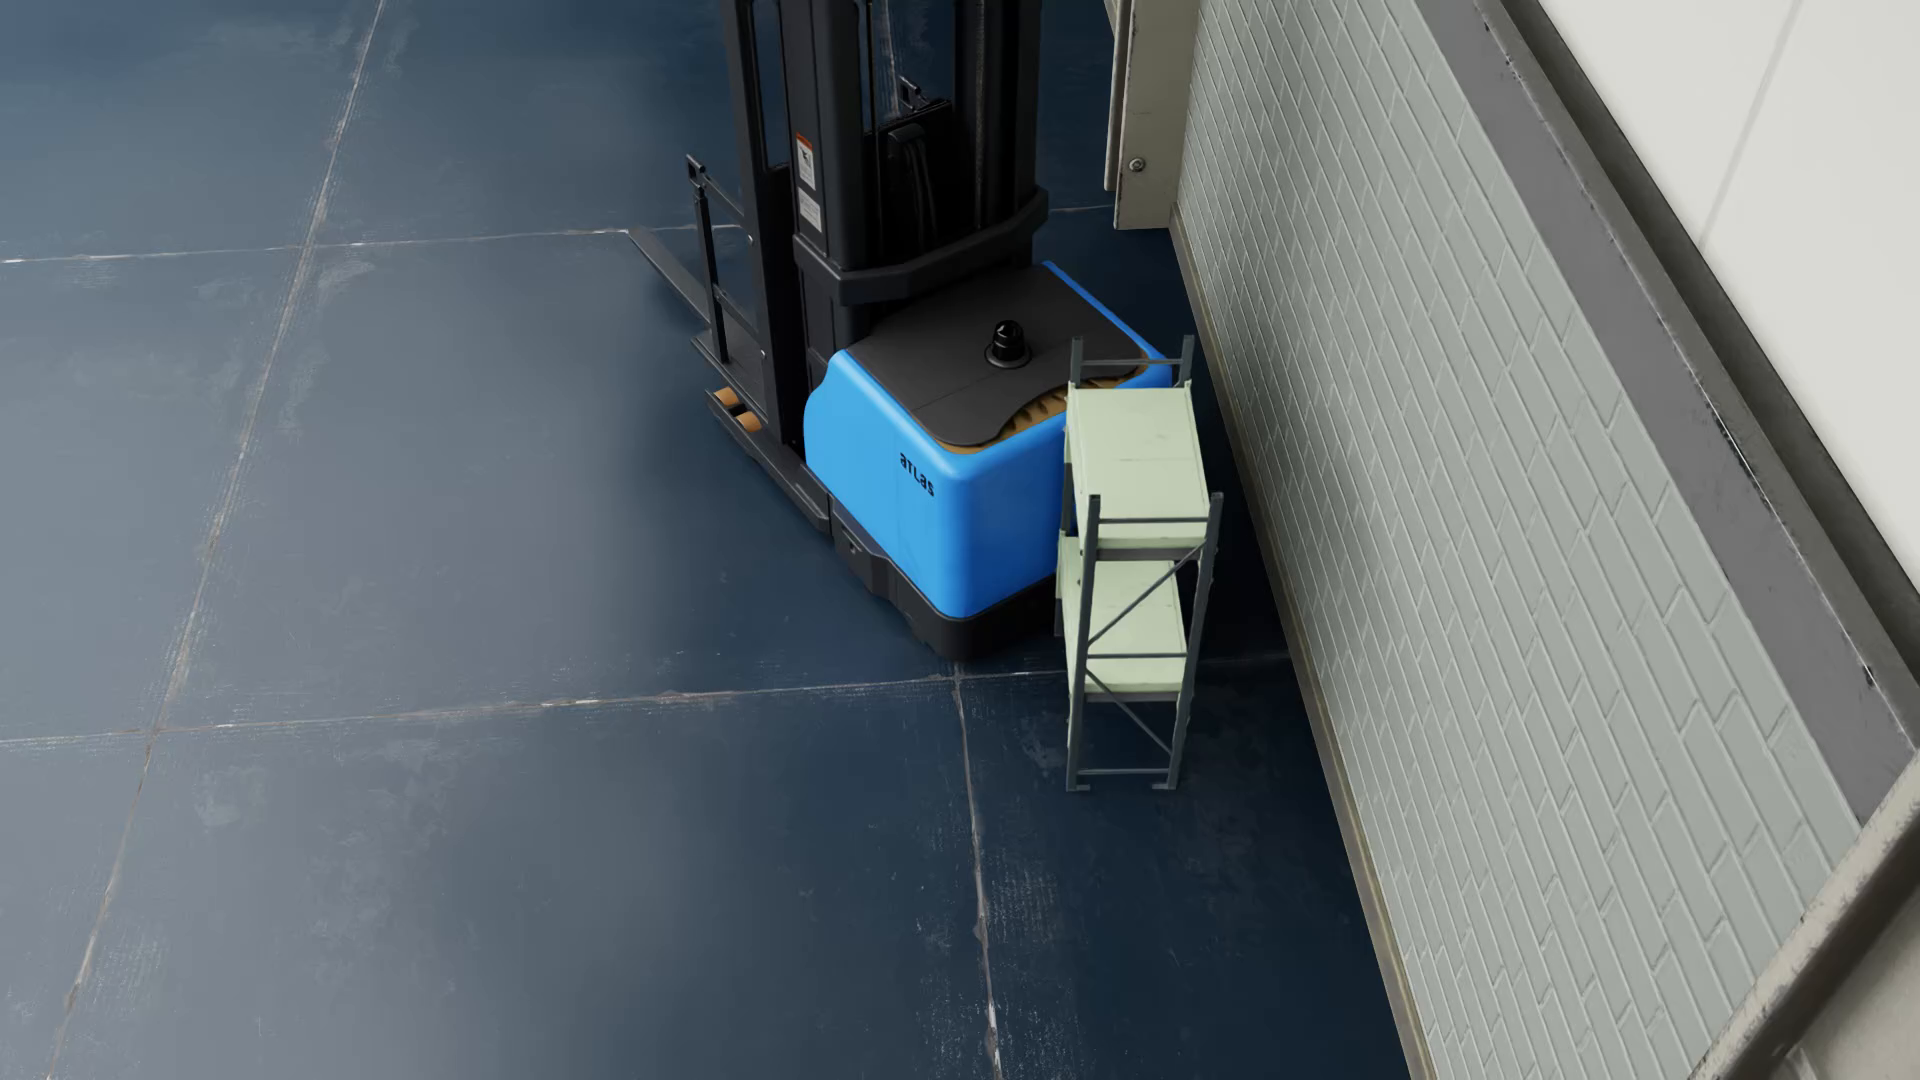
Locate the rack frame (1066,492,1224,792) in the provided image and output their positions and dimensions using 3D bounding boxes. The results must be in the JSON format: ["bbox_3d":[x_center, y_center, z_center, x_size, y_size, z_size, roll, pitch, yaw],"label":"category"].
[{"bbox_3d":[0.585,0.385,5.489,0.400,1.500,0.023,-1,47,-1],"label":"rack frame"}]

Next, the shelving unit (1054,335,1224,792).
[{"bbox_3d":[0.577,0.119,5.741,0.431,1.500,0.755,-1,47,-1],"label":"shelving unit"}]

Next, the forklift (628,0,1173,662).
[{"bbox_3d":[-0.461,-1.582,6.366,1.130,2.935,3.031,-27,52,-23],"label":"forklift"}]

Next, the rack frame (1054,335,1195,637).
[{"bbox_3d":[0.569,-0.147,5.992,0.400,1.500,0.023,-1,47,-1],"label":"rack frame"}]

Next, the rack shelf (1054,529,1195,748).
[{"bbox_3d":[0.577,0.343,5.977,0.431,0.370,0.720,-1,47,-1],"label":"rack shelf"}]

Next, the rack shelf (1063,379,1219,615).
[{"bbox_3d":[0.577,-0.149,5.457,0.431,0.370,0.720,-1,47,-1],"label":"rack shelf"}]

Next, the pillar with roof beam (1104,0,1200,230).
[{"bbox_3d":[-3.372,-4.545,4.993,9.100,9.000,0.400,-3,47,-3],"label":"pillar with roof beam"}]
